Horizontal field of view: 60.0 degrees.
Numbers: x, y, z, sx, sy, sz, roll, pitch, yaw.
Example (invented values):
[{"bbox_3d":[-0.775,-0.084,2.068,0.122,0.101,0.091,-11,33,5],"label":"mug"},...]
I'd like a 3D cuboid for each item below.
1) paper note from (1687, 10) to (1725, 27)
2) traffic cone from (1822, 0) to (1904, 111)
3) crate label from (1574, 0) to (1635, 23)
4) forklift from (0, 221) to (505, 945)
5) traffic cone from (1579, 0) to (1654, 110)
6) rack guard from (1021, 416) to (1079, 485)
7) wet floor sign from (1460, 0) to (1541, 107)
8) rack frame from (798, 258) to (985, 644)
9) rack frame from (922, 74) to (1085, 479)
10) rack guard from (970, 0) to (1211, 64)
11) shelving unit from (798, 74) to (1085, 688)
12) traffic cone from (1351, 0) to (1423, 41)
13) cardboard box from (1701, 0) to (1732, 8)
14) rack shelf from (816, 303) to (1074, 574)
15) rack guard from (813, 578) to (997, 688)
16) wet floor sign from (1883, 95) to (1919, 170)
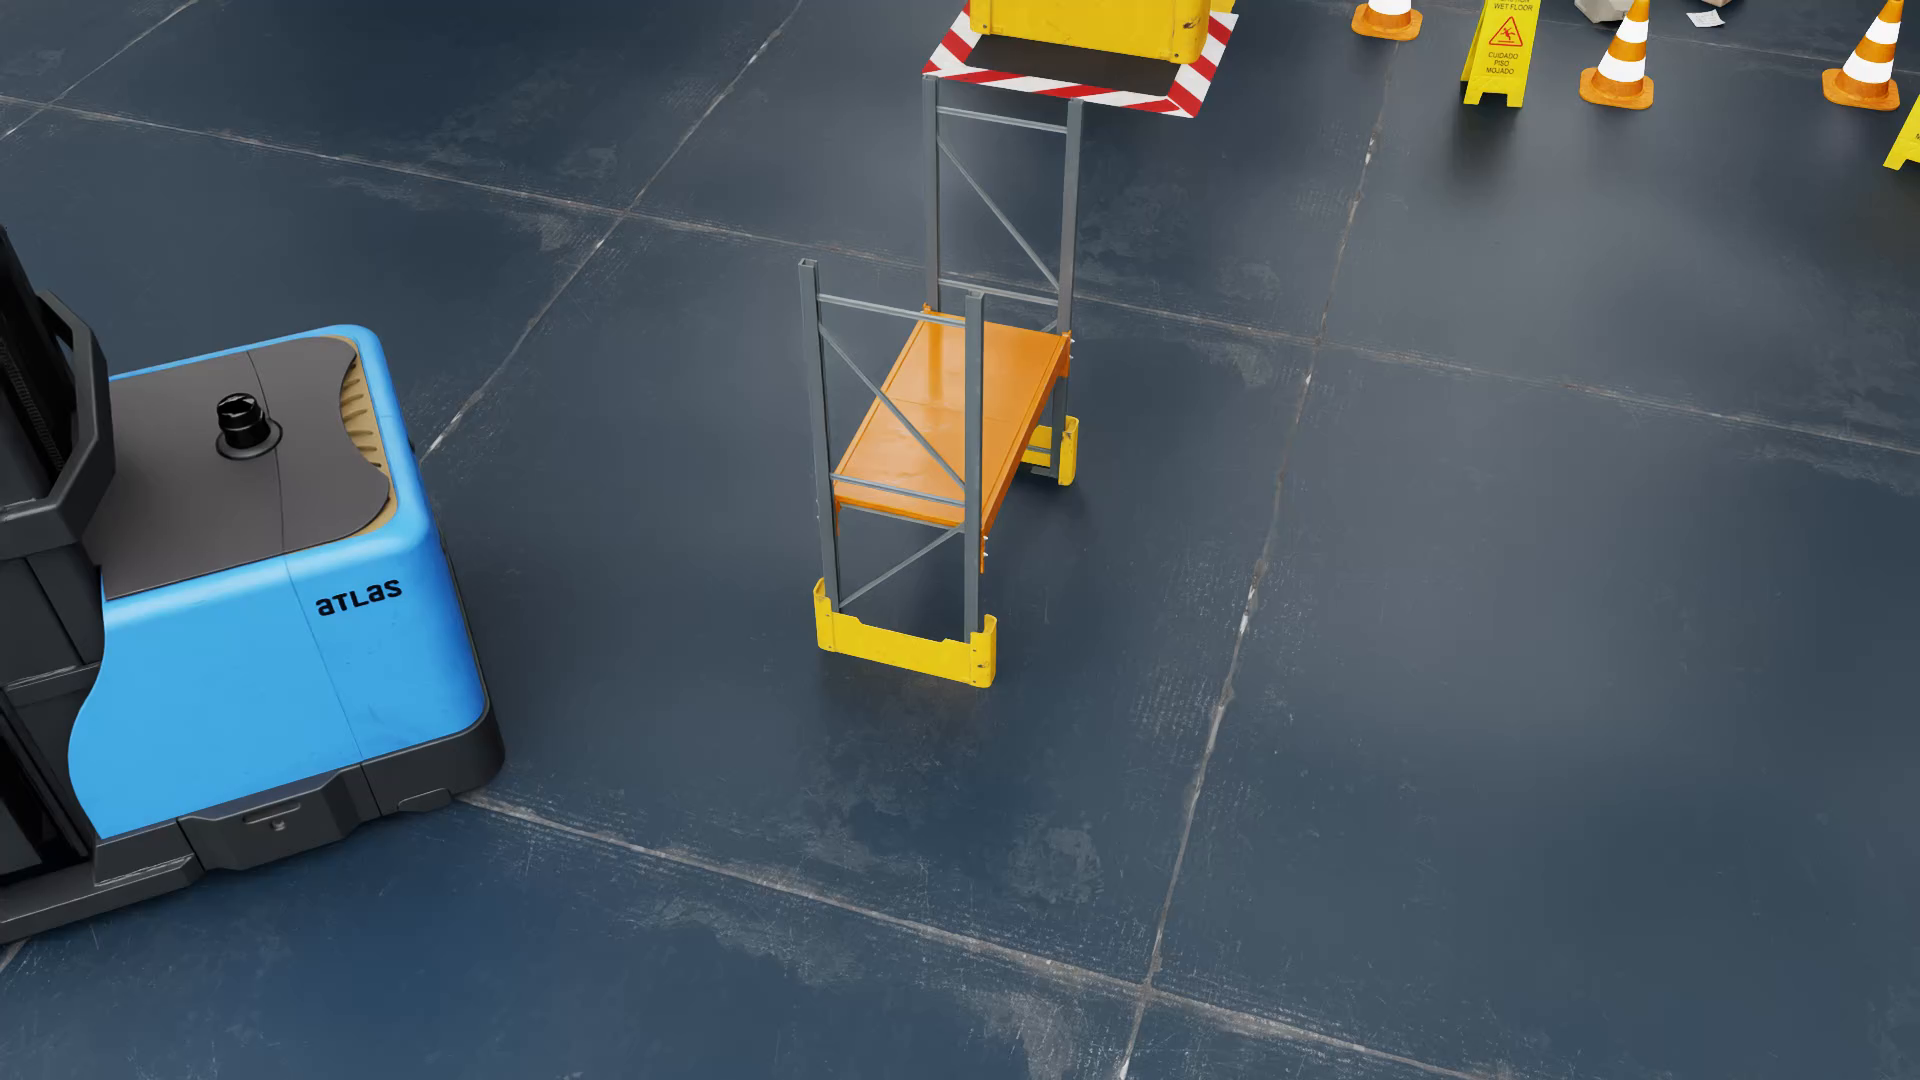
[{"bbox_3d":[3.786,-2.648,8.435,0.148,0.019,0.142,-2,44,-2],"label":"paper note"},{"bbox_3d":[4.298,-2.311,7.781,0.336,0.463,0.334,13,46,13],"label":"traffic cone"},{"bbox_3d":[3.316,-2.740,8.452,0.250,0.136,0.298,-9,45,-9],"label":"crate label"},{"bbox_3d":[-2.928,-0.225,3.884,3.031,2.935,1.130,-16,47,-16],"label":"forklift"},{"bbox_3d":[3.137,-2.320,7.790,0.336,0.463,0.334,13,46,13],"label":"traffic cone"},{"bbox_3d":[0.128,-0.370,5.950,0.587,0.250,0.087,13,46,13],"label":"rack guard"},{"bbox_3d":[2.527,-2.359,7.699,0.267,0.644,0.232,5,45,5],"label":"wet floor sign"},{"bbox_3d":[-0.180,-0.140,4.821,0.500,1.500,0.032,13,46,13],"label":"rack frame"},{"bbox_3d":[0.128,-0.818,5.514,0.500,1.500,0.032,13,46,13],"label":"rack frame"},{"bbox_3d":[0.641,-2.730,8.182,1.175,0.500,0.348,13,46,13],"label":"rack guard"},{"bbox_3d":[-0.023,-0.485,5.174,0.587,1.500,1.083,13,46,13],"label":"shelving unit"},{"bbox_3d":[2.163,-2.786,8.266,0.336,0.463,0.334,13,46,13],"label":"traffic cone"},{"bbox_3d":[3.868,-2.940,8.648,0.250,0.149,0.380,-33,53,-29],"label":"cardboard box"},{"bbox_3d":[-0.026,-0.351,5.293,0.538,0.185,1.000,13,46,13],"label":"rack shelf"},{"bbox_3d":[-0.174,0.293,5.271,0.587,0.250,0.087,13,46,13],"label":"rack guard"},{"bbox_3d":[4.320,-1.916,7.247,0.267,0.644,0.232,28,51,26],"label":"wet floor sign"}]
